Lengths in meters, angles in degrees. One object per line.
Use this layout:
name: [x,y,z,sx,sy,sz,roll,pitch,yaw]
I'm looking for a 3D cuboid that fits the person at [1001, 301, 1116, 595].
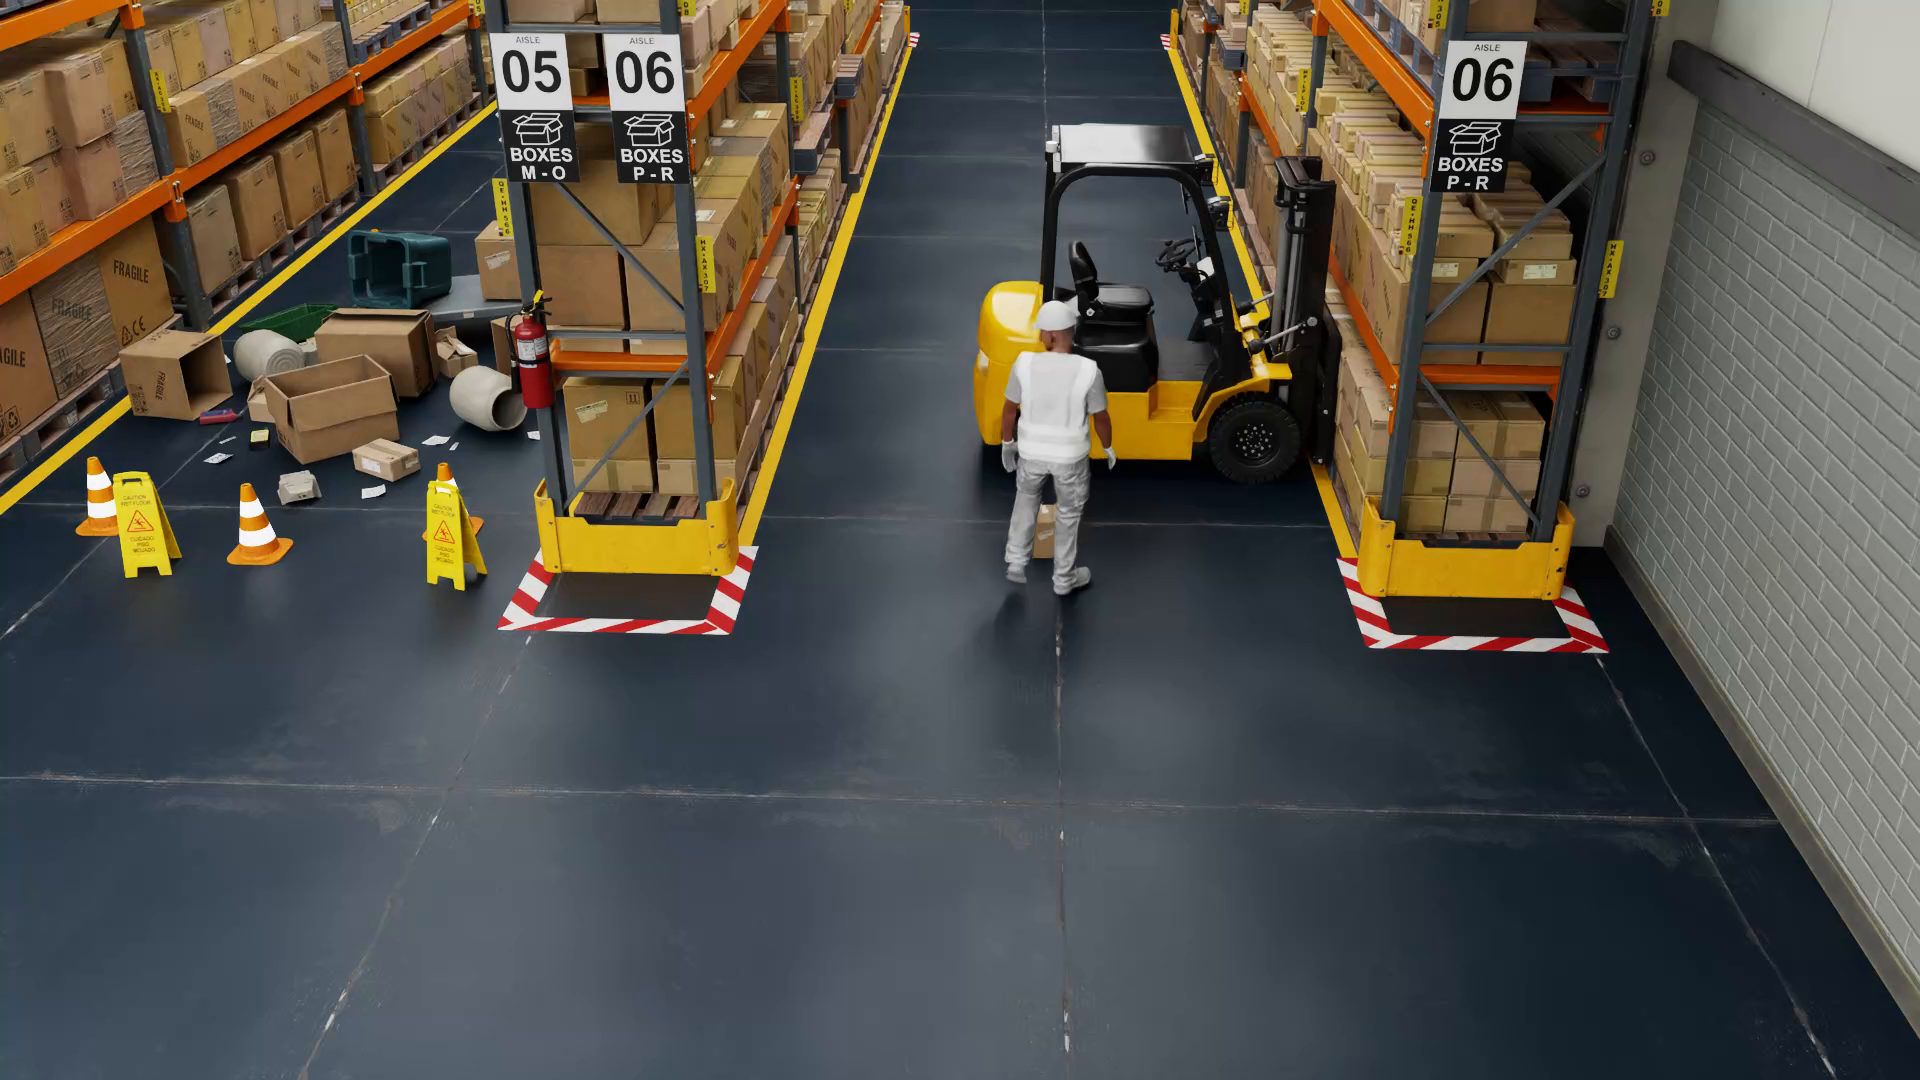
person: [0.551,-0.500,9.502,0.622,1.779,0.496,10,29,18]
